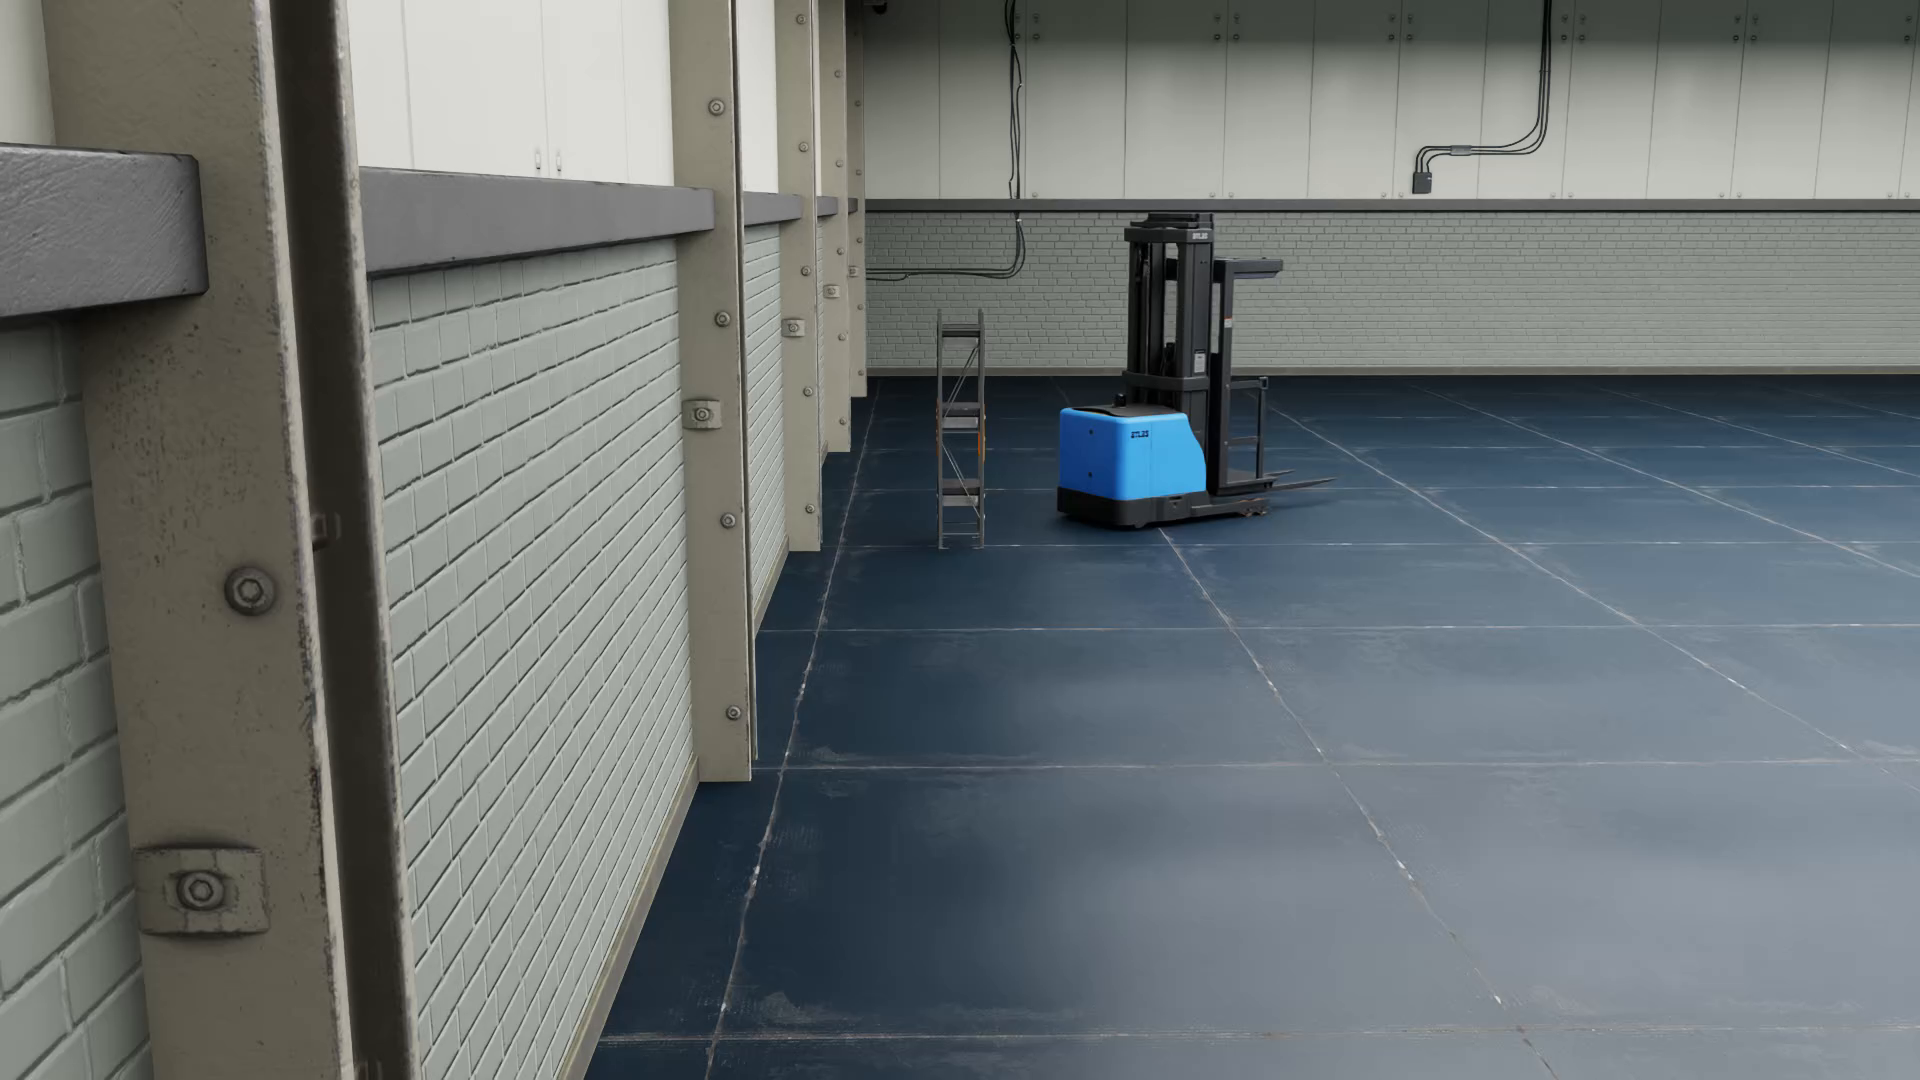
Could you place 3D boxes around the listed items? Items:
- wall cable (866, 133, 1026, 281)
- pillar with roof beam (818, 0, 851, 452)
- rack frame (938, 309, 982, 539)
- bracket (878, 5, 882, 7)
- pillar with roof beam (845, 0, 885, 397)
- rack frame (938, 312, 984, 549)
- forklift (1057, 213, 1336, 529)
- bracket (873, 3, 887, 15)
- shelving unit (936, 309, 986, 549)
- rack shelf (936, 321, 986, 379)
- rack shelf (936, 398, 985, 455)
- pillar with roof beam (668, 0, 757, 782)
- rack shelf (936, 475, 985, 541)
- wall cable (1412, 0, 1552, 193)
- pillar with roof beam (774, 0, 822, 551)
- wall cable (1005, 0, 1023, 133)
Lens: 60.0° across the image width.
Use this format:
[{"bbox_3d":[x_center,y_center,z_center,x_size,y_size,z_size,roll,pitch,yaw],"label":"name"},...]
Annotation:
[{"bbox_3d":[-0.391,-5.807,29.048,3.097,2.526,0.112,0,11,-1],"label":"wall cable"},{"bbox_3d":[2.776,-5.562,20.034,9.100,9.000,0.400,0,11,-1],"label":"pillar with roof beam"},{"bbox_3d":[-0.002,-1.045,15.118,0.400,2.100,0.015,0,11,-1],"label":"rack frame"},{"bbox_3d":[-1.343,-8.939,27.625,0.076,0.066,3.189,0,11,-1],"label":"bracket"},{"bbox_3d":[2.652,-6.755,25.913,9.100,9.000,0.548,0,11,-1],"label":"pillar with roof beam"},{"bbox_3d":[0.009,-0.948,14.640,0.400,2.100,0.015,0,11,-1],"label":"rack frame"},{"bbox_3d":[2.466,-1.745,16.480,3.031,2.935,1.130,-7,14,-33],"label":"forklift"},{"bbox_3d":[-1.355,-9.056,28.204,0.235,0.232,0.430,0,11,-1],"label":"bracket"},{"bbox_3d":[0.003,-0.996,14.879,0.431,2.100,0.503,0,11,-1],"label":"shelving unit"},{"bbox_3d":[0.004,-1.669,14.743,0.431,0.518,0.480,0,11,-1],"label":"rack shelf"},{"bbox_3d":[0.003,-0.983,14.882,0.431,0.518,0.480,0,11,-1],"label":"rack shelf"},{"bbox_3d":[3.024,-3.177,8.276,9.100,9.000,0.400,0,11,-1],"label":"pillar with roof beam"},{"bbox_3d":[0.003,-0.297,15.021,0.431,0.518,0.480,0,11,-1],"label":"rack shelf"},{"bbox_3d":[9.100,-9.031,28.578,2.305,6.003,0.169,0,11,-1],"label":"wall cable"},{"bbox_3d":[2.900,-4.370,14.155,9.100,9.000,0.400,0,11,-1],"label":"pillar with roof beam"},{"bbox_3d":[2.313,-8.293,28.601,3.097,2.526,0.112,0,11,-1],"label":"wall cable"}]
